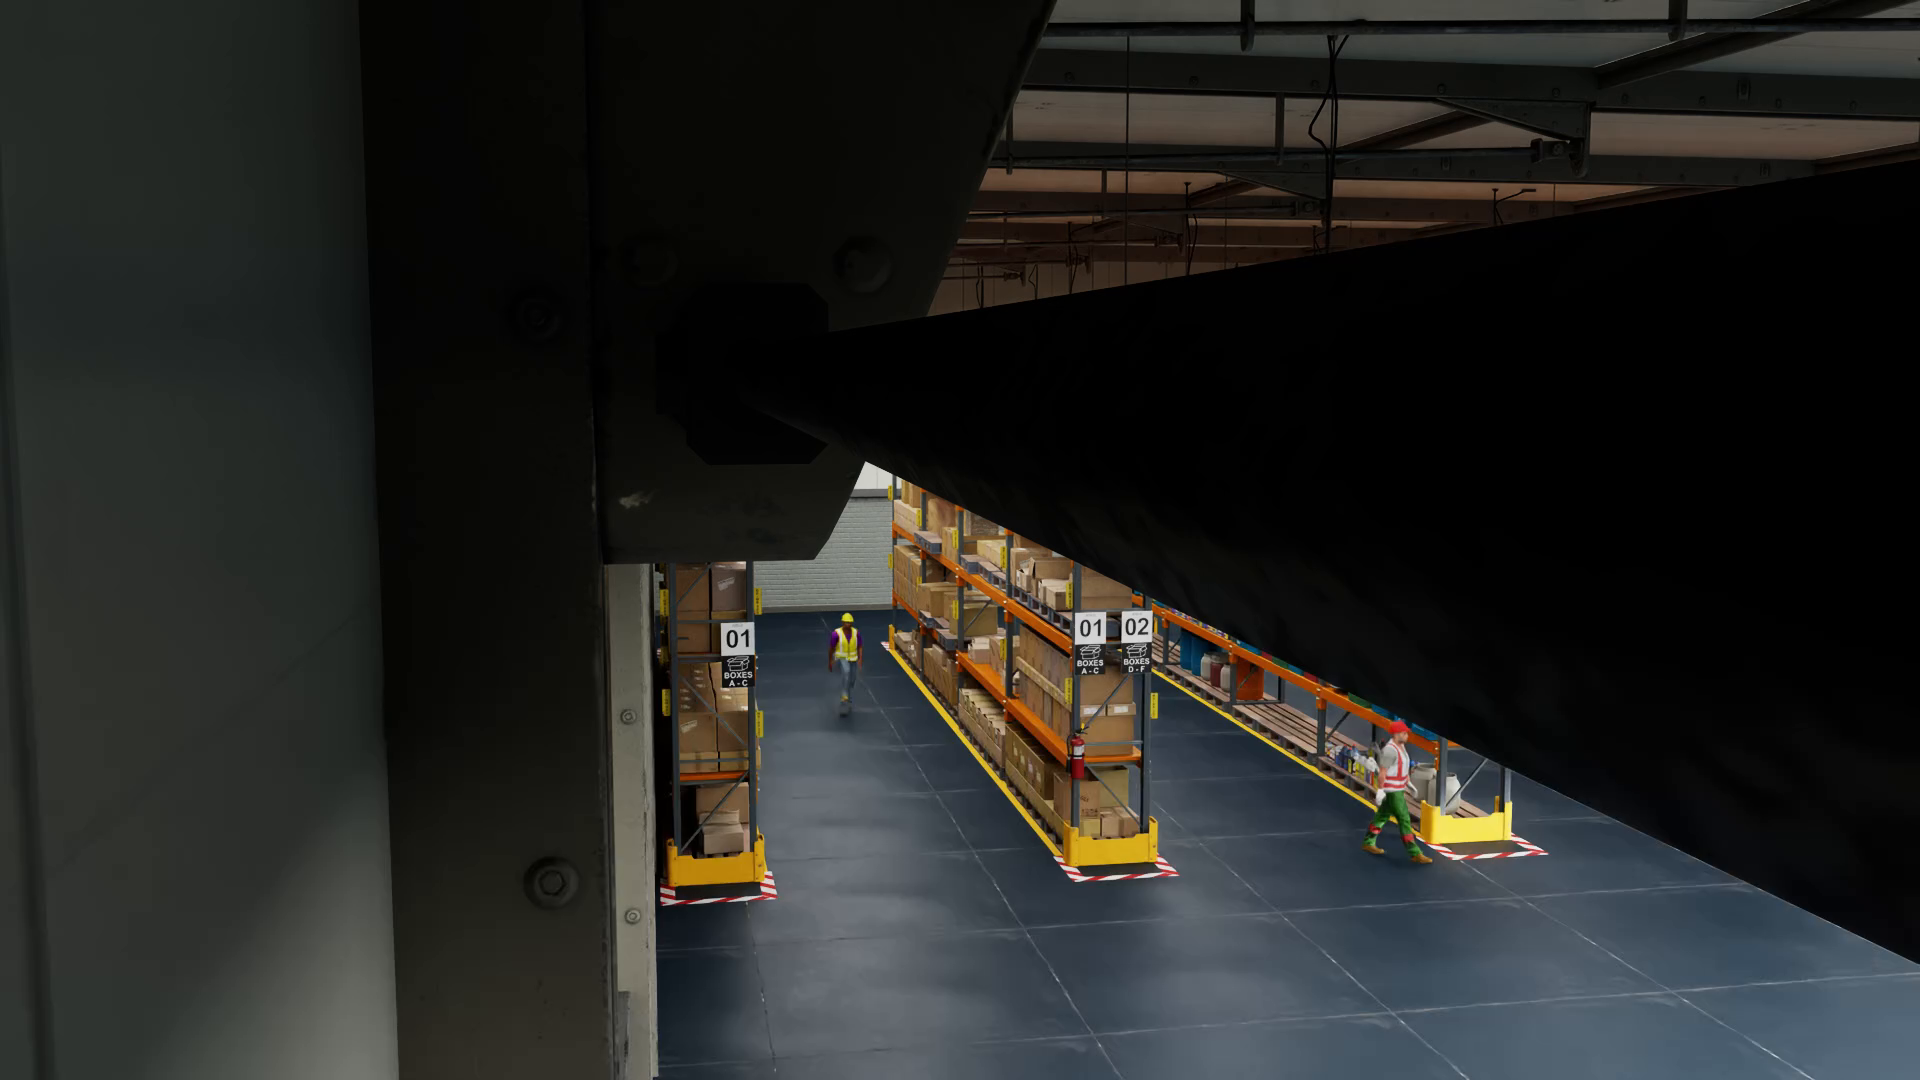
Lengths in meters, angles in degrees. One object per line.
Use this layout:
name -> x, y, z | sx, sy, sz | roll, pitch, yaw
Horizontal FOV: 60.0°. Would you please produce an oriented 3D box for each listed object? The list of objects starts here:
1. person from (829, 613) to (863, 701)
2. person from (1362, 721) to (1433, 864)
person -> -2.011, 2.081, 29.911 | 0.592, 1.513, 1.019 | -3, 7, -27
person -> 5.576, 3.161, 21.074 | 0.957, 1.739, 0.603 | 3, 7, 26
